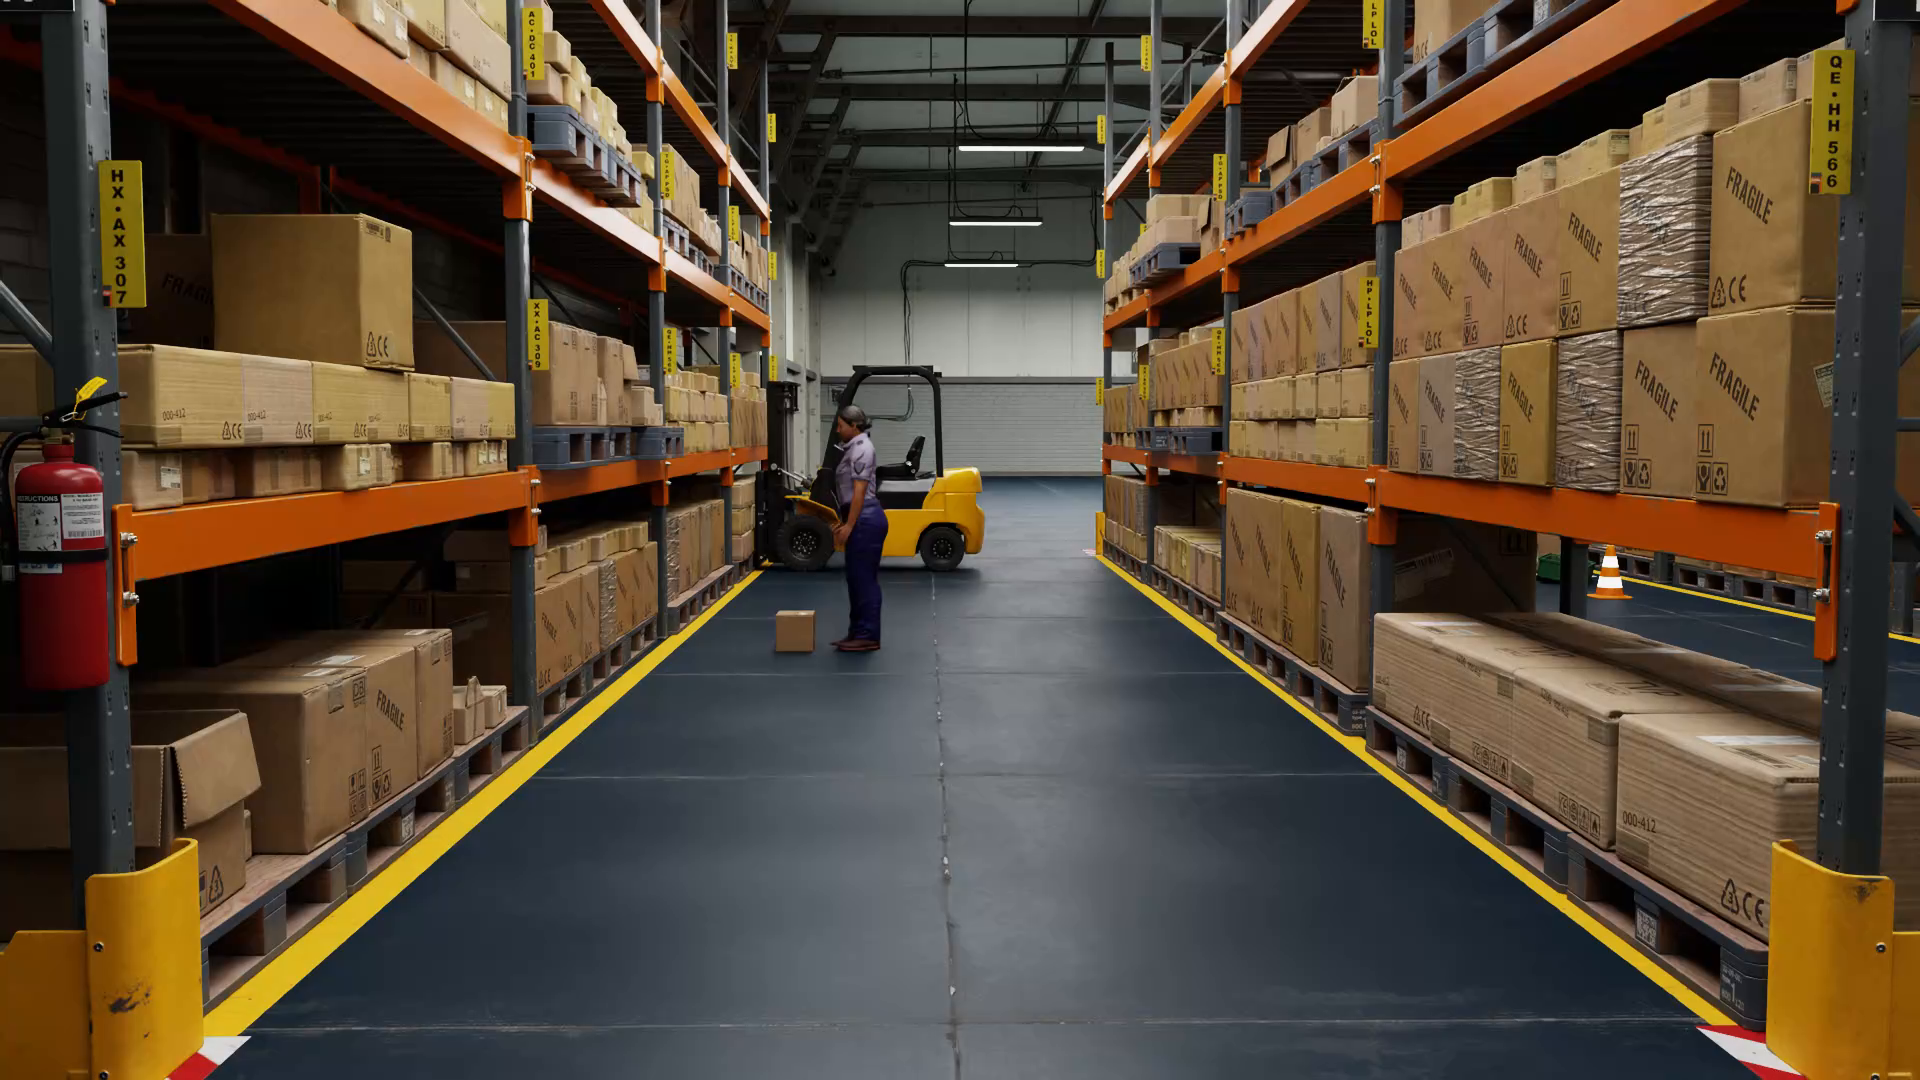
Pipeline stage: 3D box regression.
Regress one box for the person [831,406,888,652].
[{"bbox_3d":[-0.690,-0.073,11.285,0.411,1.676,0.527,0,4,-1],"label":"person"}]
